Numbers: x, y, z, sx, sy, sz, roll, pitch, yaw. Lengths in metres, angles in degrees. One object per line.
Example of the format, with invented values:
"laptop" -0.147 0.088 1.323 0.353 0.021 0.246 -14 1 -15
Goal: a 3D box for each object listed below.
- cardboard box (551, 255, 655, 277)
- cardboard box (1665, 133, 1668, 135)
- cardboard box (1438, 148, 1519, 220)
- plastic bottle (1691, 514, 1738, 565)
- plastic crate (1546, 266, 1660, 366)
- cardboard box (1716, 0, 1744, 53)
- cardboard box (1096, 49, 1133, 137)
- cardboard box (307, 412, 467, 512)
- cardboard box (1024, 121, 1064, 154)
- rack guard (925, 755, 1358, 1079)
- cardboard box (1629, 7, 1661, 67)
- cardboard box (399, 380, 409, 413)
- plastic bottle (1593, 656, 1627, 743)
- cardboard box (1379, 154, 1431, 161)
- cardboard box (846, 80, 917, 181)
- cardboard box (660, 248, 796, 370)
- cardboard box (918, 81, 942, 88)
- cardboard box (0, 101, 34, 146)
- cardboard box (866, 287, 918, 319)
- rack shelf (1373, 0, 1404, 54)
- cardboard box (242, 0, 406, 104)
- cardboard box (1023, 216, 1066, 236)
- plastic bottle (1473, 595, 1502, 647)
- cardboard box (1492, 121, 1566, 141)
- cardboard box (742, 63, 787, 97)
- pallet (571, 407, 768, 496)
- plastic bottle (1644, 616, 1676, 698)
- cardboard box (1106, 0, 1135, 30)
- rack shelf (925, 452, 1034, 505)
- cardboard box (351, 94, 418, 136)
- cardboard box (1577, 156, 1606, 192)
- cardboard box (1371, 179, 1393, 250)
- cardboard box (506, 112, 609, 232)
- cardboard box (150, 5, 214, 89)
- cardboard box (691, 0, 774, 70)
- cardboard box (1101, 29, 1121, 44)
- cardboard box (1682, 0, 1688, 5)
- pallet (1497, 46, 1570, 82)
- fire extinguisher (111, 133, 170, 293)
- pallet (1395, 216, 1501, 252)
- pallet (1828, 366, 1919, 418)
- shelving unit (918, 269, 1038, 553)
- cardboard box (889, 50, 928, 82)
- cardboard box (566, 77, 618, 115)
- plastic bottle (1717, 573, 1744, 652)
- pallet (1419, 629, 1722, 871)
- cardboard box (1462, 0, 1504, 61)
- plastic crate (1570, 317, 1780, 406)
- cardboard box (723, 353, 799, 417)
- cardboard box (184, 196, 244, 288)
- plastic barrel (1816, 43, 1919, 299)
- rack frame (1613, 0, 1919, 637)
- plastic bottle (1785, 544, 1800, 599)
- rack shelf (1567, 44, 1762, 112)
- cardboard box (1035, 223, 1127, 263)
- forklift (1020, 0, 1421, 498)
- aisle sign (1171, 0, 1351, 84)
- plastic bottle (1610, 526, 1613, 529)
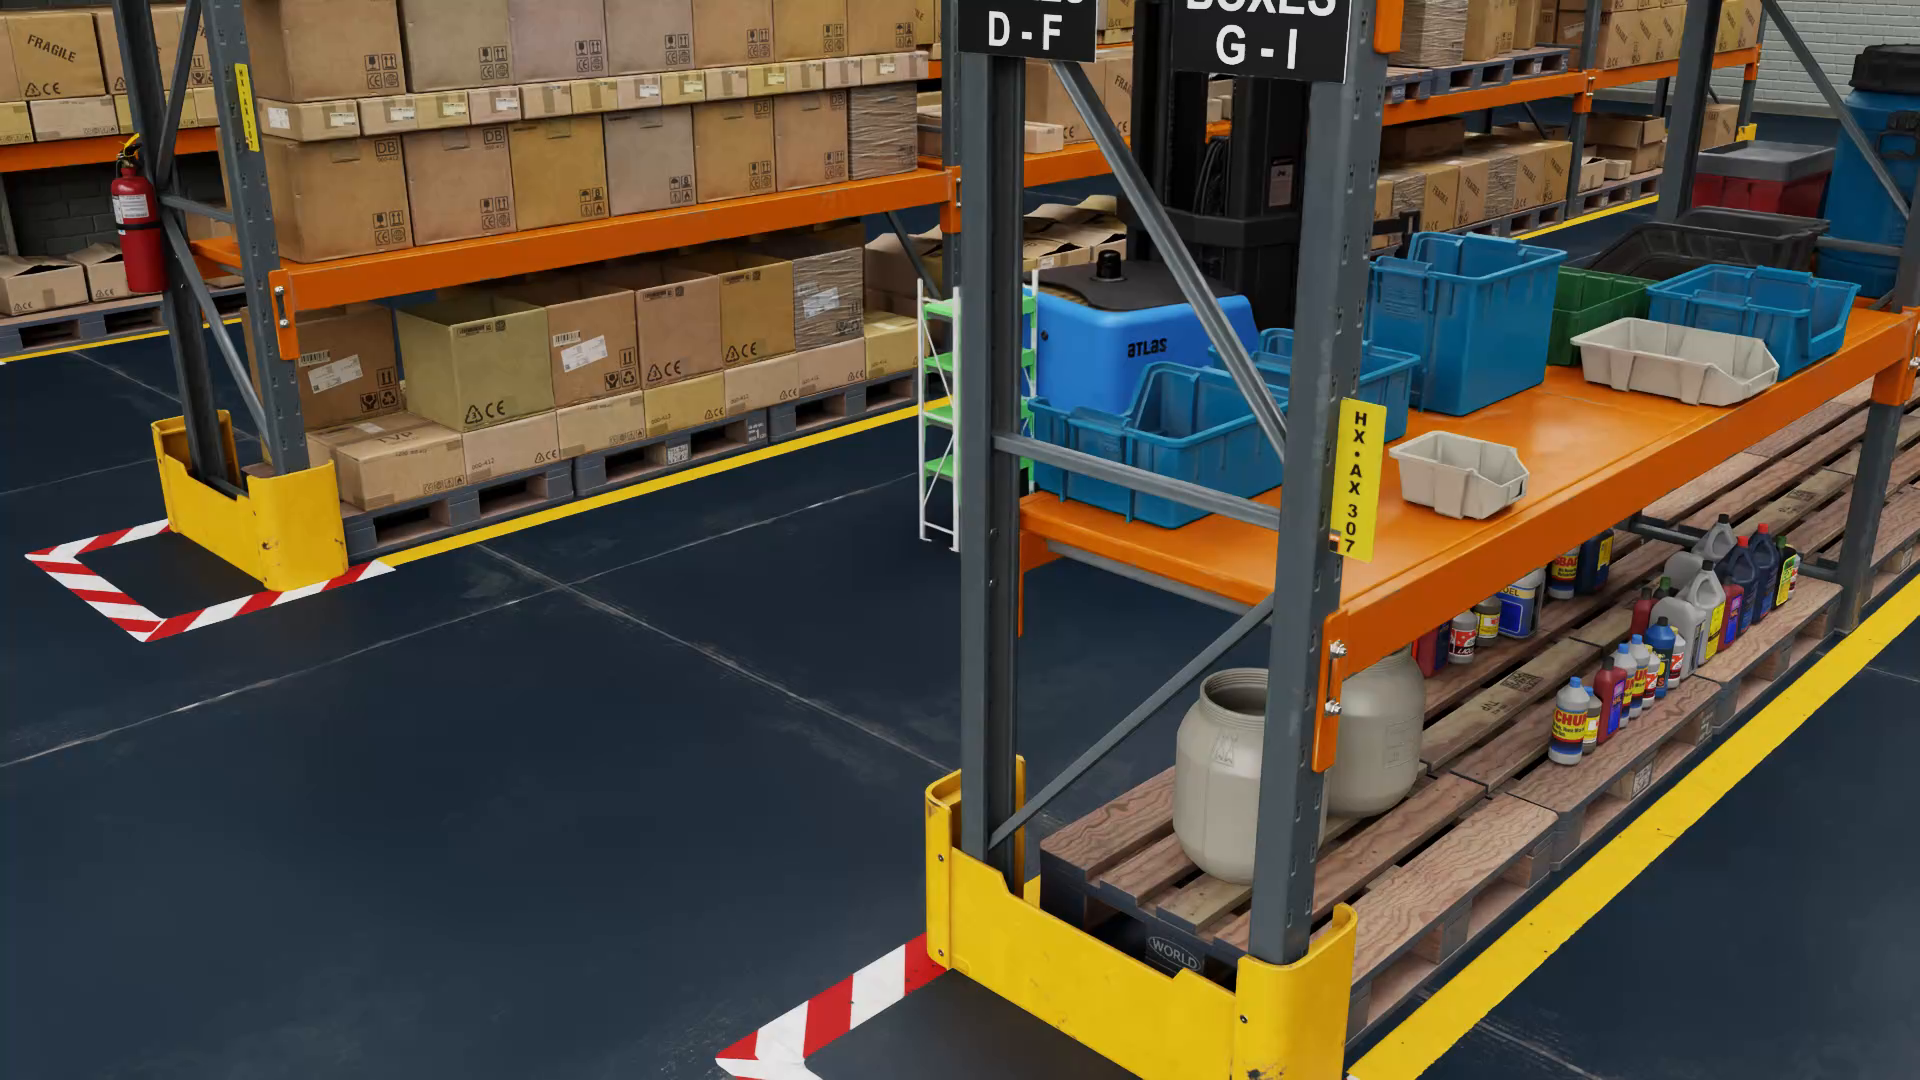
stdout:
"cardboard box" -1.948 -1.232 8.802 0.500 0.500 0.500 19 28 41
"cardboard box" 7.477 -4.334 18.031 0.380 0.149 0.250 19 28 41
"cardboard box" 4.385 -3.039 14.172 0.500 0.500 0.500 20 29 41
"plastic bottle" 2.845 0.077 6.273 0.144 0.351 0.185 19 28 41
"plastic crate" 2.041 -0.779 5.715 0.450 0.188 0.662 19 28 41
"cardboard box" 7.539 -5.211 16.811 0.500 0.500 0.500 20 28 41
"cardboard box" 0.909 -2.901 10.802 0.500 0.500 0.500 19 28 41
"cardboard box" -2.613 -0.363 7.586 0.500 0.250 0.500 19 28 41
"cardboard box" 0.409 -2.456 10.134 0.380 0.149 0.250 19 28 41
"rack guard" 0.420 1.008 4.256 1.175 0.500 0.348 19 28 41
"cardboard box" 6.131 -4.695 15.470 0.500 0.500 0.500 -20 28 -41
"cardboard box" -2.644 -0.624 8.266 0.500 0.250 0.500 19 28 41
"plastic bottle" 2.059 0.493 5.284 0.133 0.283 0.061 -20 28 -41
"cardboard box" 3.642 -3.032 14.153 0.500 0.500 0.500 18 27 39
"cardboard box" -0.661 -2.328 9.311 0.700 0.500 0.500 18 28 39
"cardboard box" -1.226 -1.230 8.797 0.500 0.500 0.500 19 28 41
"cardboard box" 0.106 -4.236 16.826 0.750 0.750 0.750 19 28 40
"cardboard box" -6.130 -2.593 10.320 0.500 0.250 0.500 18 28 39
"cardboard box" -0.274 -1.489 10.514 0.500 0.250 0.500 19 28 40
"rack shelf" 1.795 -1.706 4.655 1.077 0.370 4.000 19 28 41
"cardboard box" -2.774 -2.151 7.043 0.700 0.500 0.500 19 28 41
"cardboard box" 0.430 -2.010 11.089 0.500 0.311 0.500 19 28 40
"plastic bottle" 1.889 0.273 5.971 0.097 0.201 0.097 0 21 0
"cardboard box" 5.419 -3.709 15.915 0.500 0.500 0.500 19 28 41
"cardboard box" -1.103 -2.362 8.494 0.380 0.149 0.250 19 28 40
"pallet" -1.792 -0.586 8.805 1.003 0.211 1.213 19 28 41
"plastic bottle" 2.339 0.386 5.578 0.097 0.271 0.097 0 21 0
"cardboard box" 1.532 -5.705 17.655 0.500 0.500 0.500 19 28 40
"rack shelf" 0.081 -0.313 7.564 0.480 0.148 0.258 -19 28 -41
"cardboard box" -2.536 -1.834 7.121 0.380 0.149 0.250 18 28 39
"cardboard box" 5.673 -3.457 15.523 0.500 0.311 0.500 19 28 41
"cardboard box" 2.957 -2.509 12.792 0.500 0.500 0.500 -19 28 -40
"cardboard box" -2.098 -1.794 7.923 0.700 0.500 0.500 19 28 41
"cardboard box" -5.081 -3.336 11.208 0.500 0.500 0.500 -19 28 -40
"cardboard box" -1.362 -2.675 8.405 0.700 0.500 0.500 19 28 41
"cardboard box" 1.481 -5.356 17.650 0.250 0.149 0.380 -20 28 -41
"cardboard box" 6.834 -5.415 15.949 0.500 0.500 0.500 -19 28 -40
"pallet" 4.589 -4.186 14.551 1.003 0.211 1.213 19 28 41
"fire extinguisher" -3.561 -1.418 7.192 0.296 0.674 0.183 19 28 41
"pallet" 3.834 -2.618 14.092 1.003 0.211 1.213 19 28 41
"pallet" 5.413 -0.693 9.084 1.003 0.211 1.213 19 28 41
"shelving unit" 0.081 -0.597 7.455 0.503 1.200 0.258 -19 28 -41
"cardboard box" -0.392 -2.623 9.174 0.380 0.149 0.250 19 28 41
"cardboard box" -1.821 -2.097 7.805 0.380 0.149 0.250 19 28 40
"plastic bottle" 2.730 0.246 5.927 0.133 0.283 0.061 -18 27 -39
"pallet" 1.841 0.623 5.660 1.003 0.211 1.213 19 28 41
"cardboard box" 4.037 -4.226 13.665 0.700 0.500 0.500 12 24 27
"plastic crate" 2.239 -0.552 5.198 0.530 0.136 0.437 19 28 41
"cardboard box" -1.217 -0.877 8.923 0.500 0.250 0.500 19 28 41
"cardboard box" -5.206 -2.124 11.790 0.700 0.500 0.500 17 27 37
"plastic barrel" 3.677 -1.414 6.373 0.600 0.901 0.708 19 28 41
"rack frame" 3.191 -1.156 6.402 1.000 3.000 0.127 19 28 41
"plastic bottle" 3.161 0.116 6.379 0.097 0.201 0.097 0 21 0
"rack shelf" 6.620 -4.632 16.446 1.077 0.370 4.000 19 28 41
"cardboard box" 0.824 -1.876 10.739 0.500 0.311 0.500 18 27 39
"forklift" 1.623 -1.740 8.017 3.031 2.935 1.130 -13 24 -30
"aisle sign" 0.560 -1.250 3.021 0.394 0.787 0.004 19 28 41
"plastic bottle" 2.525 -0.005 6.579 0.061 0.283 0.133 19 28 41
